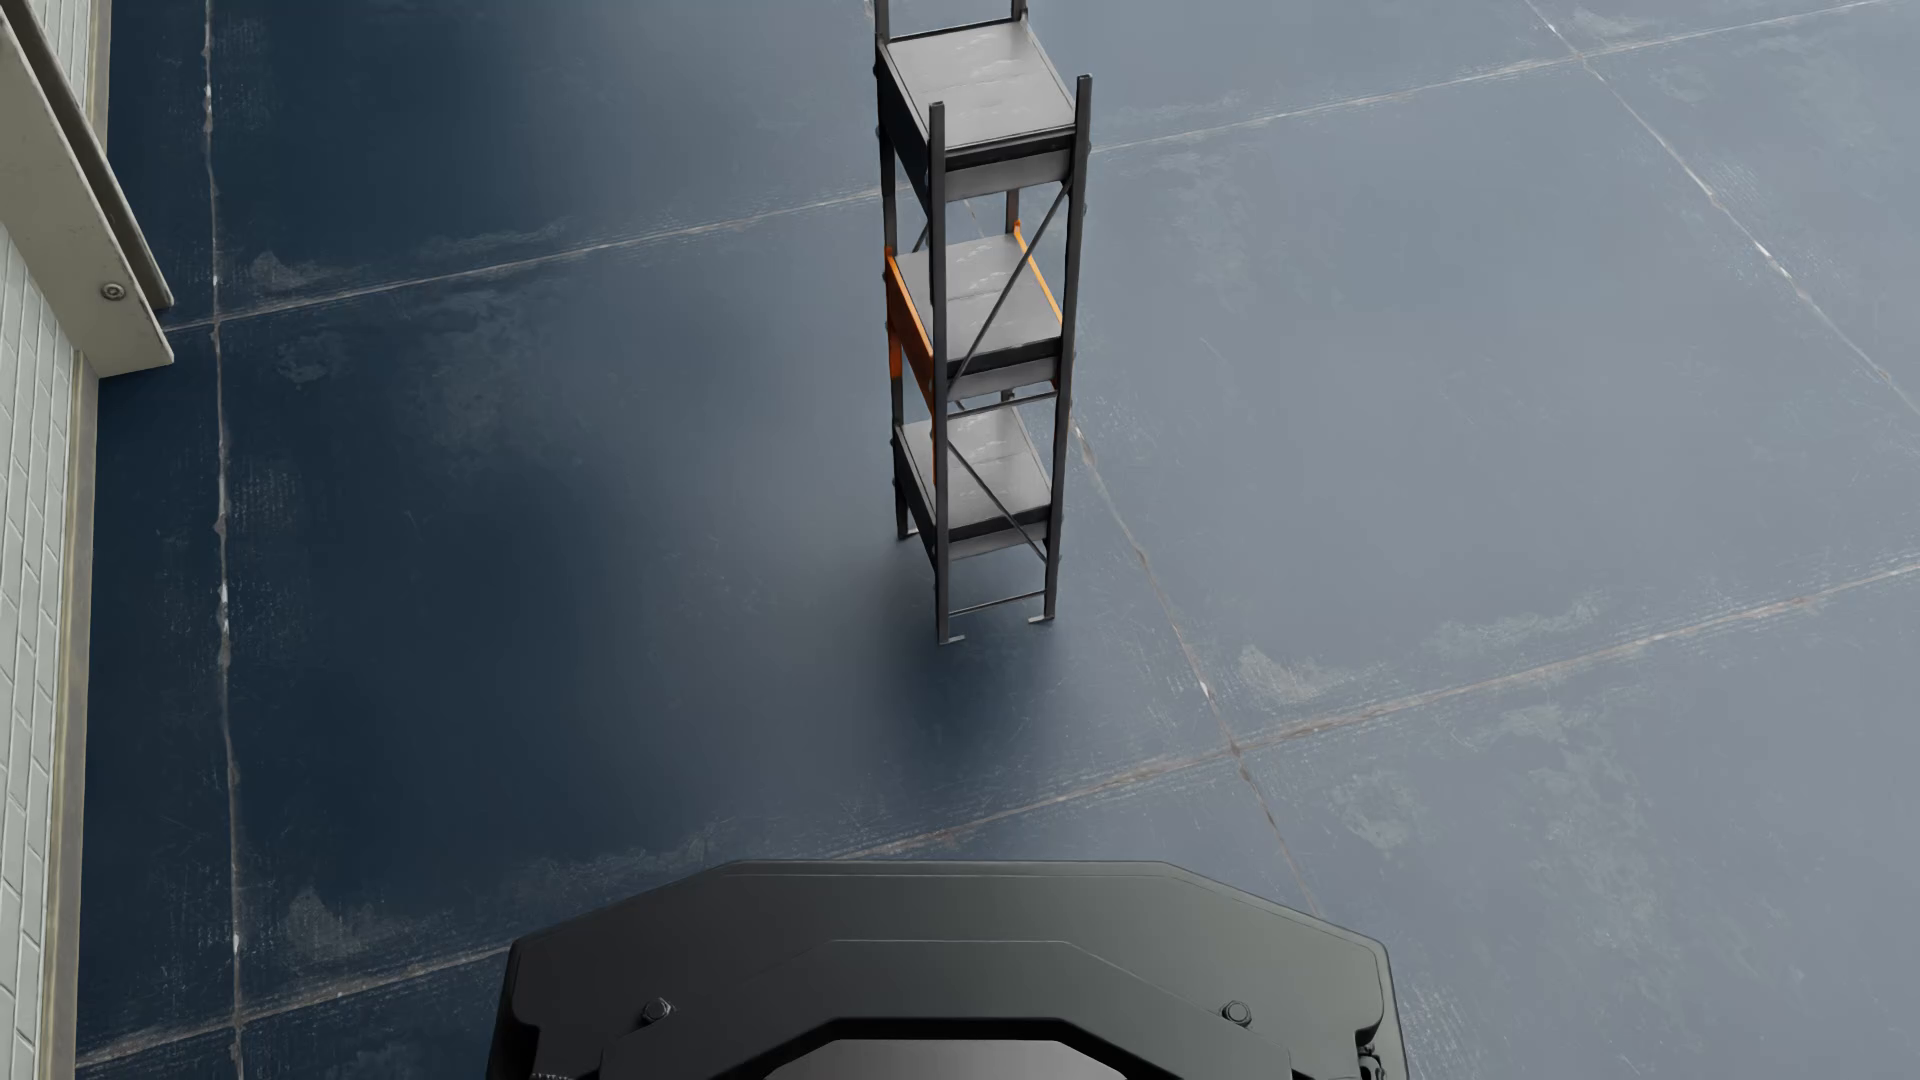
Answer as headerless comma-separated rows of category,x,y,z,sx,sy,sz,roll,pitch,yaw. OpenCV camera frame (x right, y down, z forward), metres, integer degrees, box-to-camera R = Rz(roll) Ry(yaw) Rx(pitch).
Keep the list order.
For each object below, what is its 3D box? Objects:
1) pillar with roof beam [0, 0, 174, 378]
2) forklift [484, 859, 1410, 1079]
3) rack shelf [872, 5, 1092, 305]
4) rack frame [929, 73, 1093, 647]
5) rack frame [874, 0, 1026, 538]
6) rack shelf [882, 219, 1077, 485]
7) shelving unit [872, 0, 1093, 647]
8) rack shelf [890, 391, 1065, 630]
pillar with roof beam,0.920,-4.654,3.788,9.100,9.000,0.400,-13,51,-11
forklift,-0.015,1.831,2.289,1.130,2.935,3.031,0,50,0
rack shelf,0.049,-0.998,4.321,0.431,0.518,0.480,-13,51,-11
rack frame,0.121,-0.378,4.695,0.400,2.100,0.015,-13,51,-11
rack frame,-0.023,-0.734,4.996,0.400,2.100,0.015,-13,51,-11
rack shelf,0.049,-0.547,4.856,0.431,0.518,0.480,-13,51,-11
shelving unit,0.049,-0.556,4.845,0.431,2.100,0.503,-13,51,-11
rack shelf,0.049,-0.096,5.391,0.431,0.518,0.480,-13,51,-11
